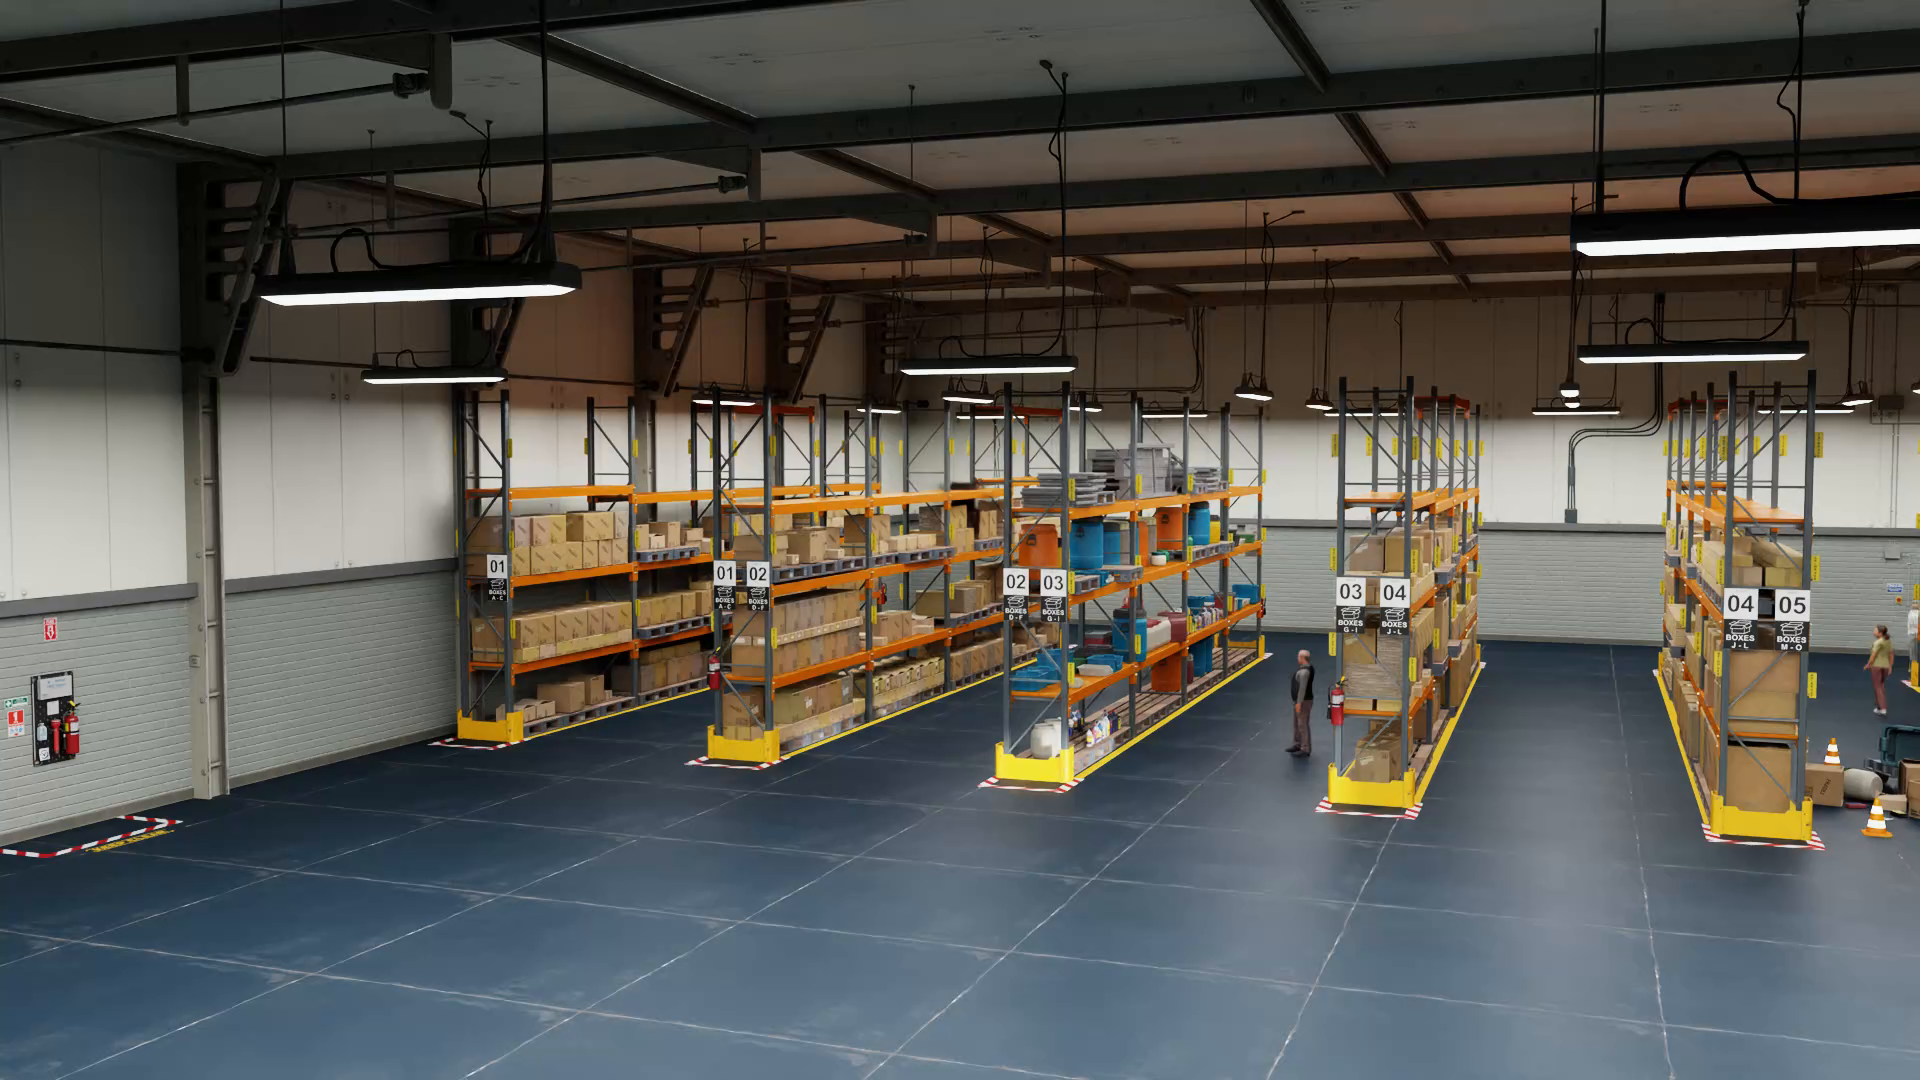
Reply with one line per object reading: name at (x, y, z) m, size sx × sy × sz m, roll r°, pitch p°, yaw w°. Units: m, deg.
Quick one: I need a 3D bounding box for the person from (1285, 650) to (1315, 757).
person at (5.560, 2.644, 27.127) m, size 0.468 × 1.717 × 0.590 m, roll 0°, pitch 3°, yaw 7°

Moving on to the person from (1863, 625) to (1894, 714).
person at (17.293, 2.440, 31.271) m, size 0.518 × 1.699 × 0.594 m, roll 0°, pitch 3°, yaw 0°

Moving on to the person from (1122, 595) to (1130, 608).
person at (3.603, 2.023, 36.116) m, size 0.512 × 1.661 × 1.068 m, roll 2°, pitch 4°, yaw 28°

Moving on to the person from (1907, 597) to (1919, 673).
person at (21.331, 2.135, 37.033) m, size 0.374 × 1.724 × 0.499 m, roll -3°, pitch 4°, yaw -39°

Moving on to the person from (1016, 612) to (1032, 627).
person at (1.574, 1.745, 43.032) m, size 0.592 × 1.777 × 0.500 m, roll 1°, pitch 3°, yaw 24°
